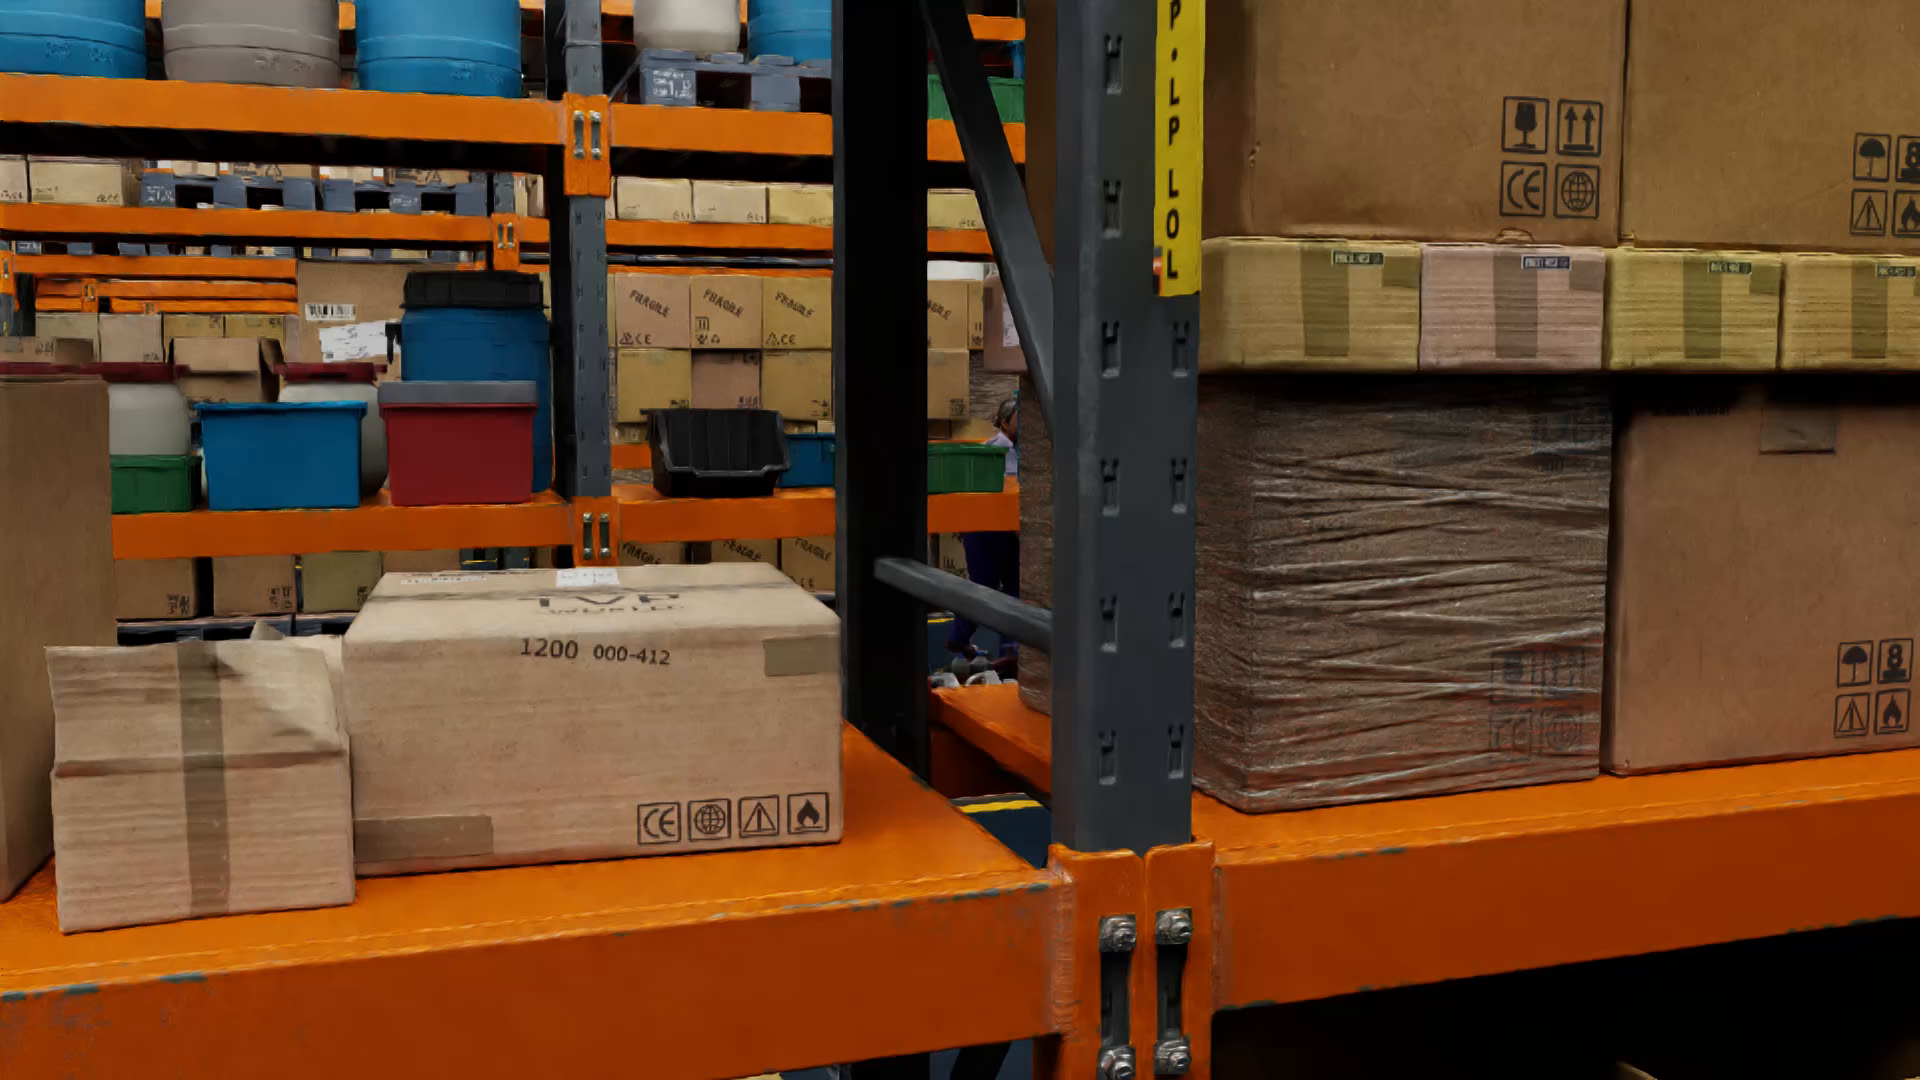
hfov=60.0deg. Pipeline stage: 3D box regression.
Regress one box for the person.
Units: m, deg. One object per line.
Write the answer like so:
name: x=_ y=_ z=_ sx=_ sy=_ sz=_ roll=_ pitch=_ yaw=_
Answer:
person: x=0.240 y=-0.029 z=10.018 sx=0.500 sy=1.621 sz=0.716 roll=-5 pitch=8 yaw=-42
